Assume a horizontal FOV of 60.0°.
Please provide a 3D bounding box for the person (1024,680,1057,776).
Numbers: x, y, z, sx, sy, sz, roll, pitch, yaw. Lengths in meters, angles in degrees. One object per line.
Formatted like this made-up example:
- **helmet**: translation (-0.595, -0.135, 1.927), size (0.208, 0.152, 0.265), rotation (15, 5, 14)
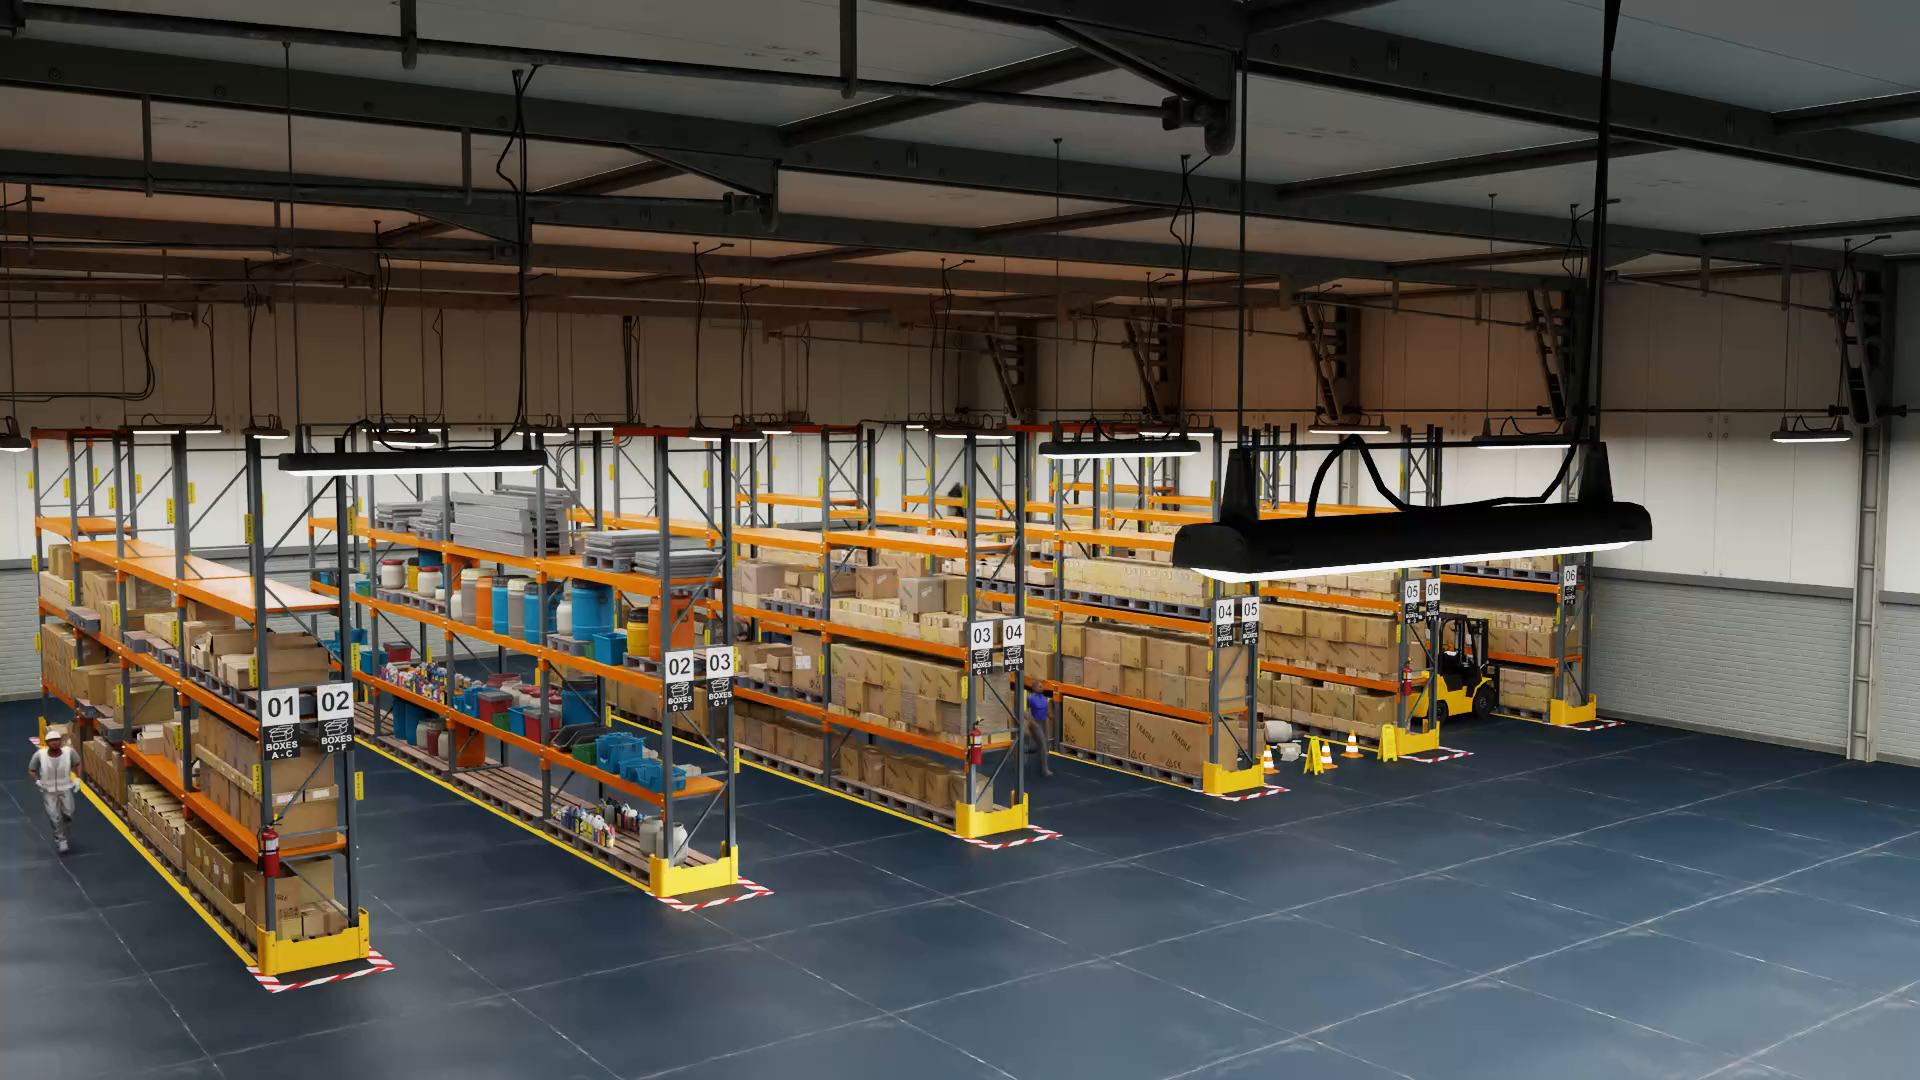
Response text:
- **person**: translation (1.318, 3.259, 28.950), size (0.792, 1.648, 0.578), rotation (4, 6, 40)

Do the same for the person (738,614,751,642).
- **person**: translation (-4.922, 2.519, 37.772), size (0.638, 1.784, 0.777), rotation (-3, 5, -30)

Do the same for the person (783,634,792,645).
- **person**: translation (-4.315, 2.172, 42.630), size (0.514, 1.557, 0.547), rotation (4, 6, 43)

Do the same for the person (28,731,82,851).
- **person**: translation (-12.991, 3.592, 23.909), size (0.698, 1.733, 0.592), rotation (-3, 5, -31)
